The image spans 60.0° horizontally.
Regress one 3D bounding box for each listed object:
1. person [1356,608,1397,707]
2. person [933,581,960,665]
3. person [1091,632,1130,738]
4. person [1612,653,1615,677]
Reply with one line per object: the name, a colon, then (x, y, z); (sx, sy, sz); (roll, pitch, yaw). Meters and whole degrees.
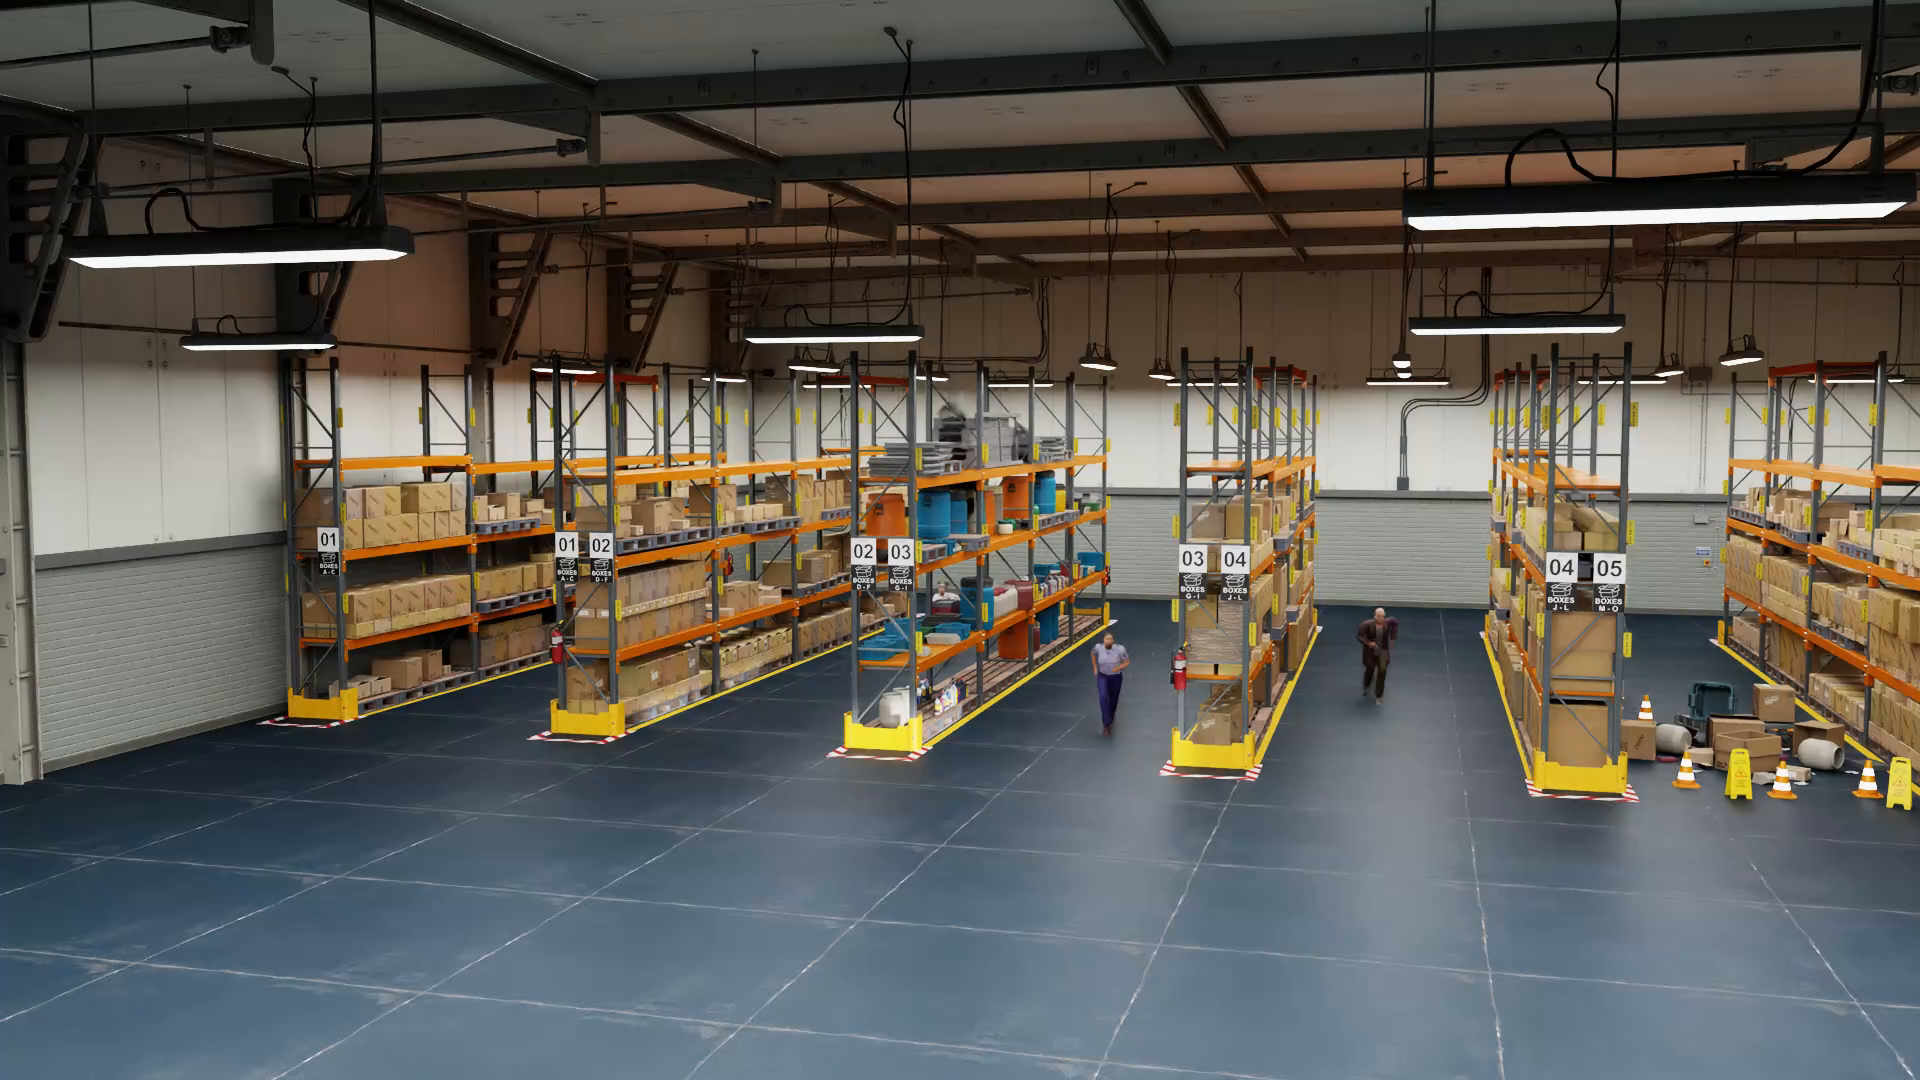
person: (7.317, 2.026, 29.354); (0.755, 1.743, 1.066); (0, 4, -1)
person: (-0.310, 1.671, 34.038); (0.637, 1.727, 0.828); (1, 4, 12)
person: (2.392, 2.258, 26.524); (0.608, 1.655, 1.050); (0, 4, 3)
person: (12.265, 1.867, 31.483); (0.534, 1.593, 0.890); (1, 4, 8)
